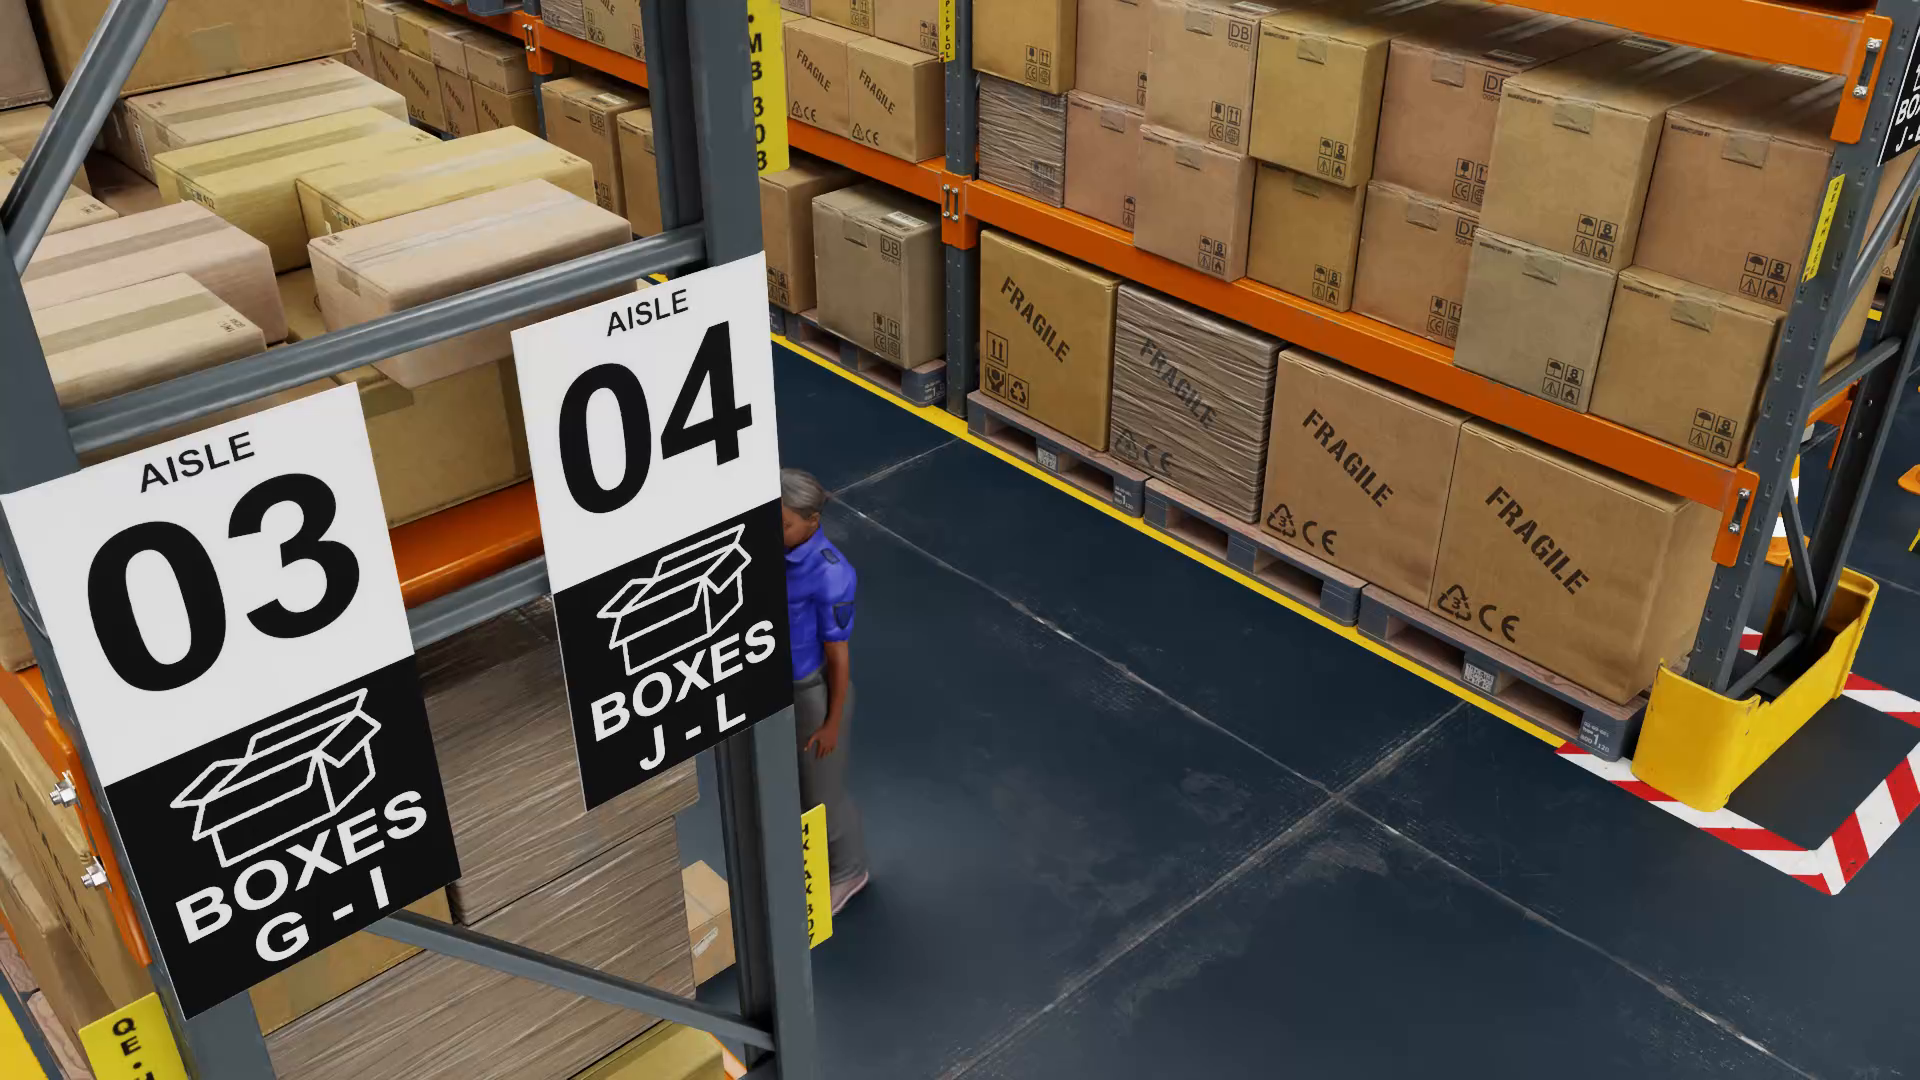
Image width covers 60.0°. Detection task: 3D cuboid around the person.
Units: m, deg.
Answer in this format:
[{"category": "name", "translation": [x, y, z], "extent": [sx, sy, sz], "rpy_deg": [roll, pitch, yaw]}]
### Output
[{"category": "person", "translation": [-0.502, 0.463, 5.332], "extent": [0.293, 1.581, 0.437], "rpy_deg": [-25, 40, -34]}]
